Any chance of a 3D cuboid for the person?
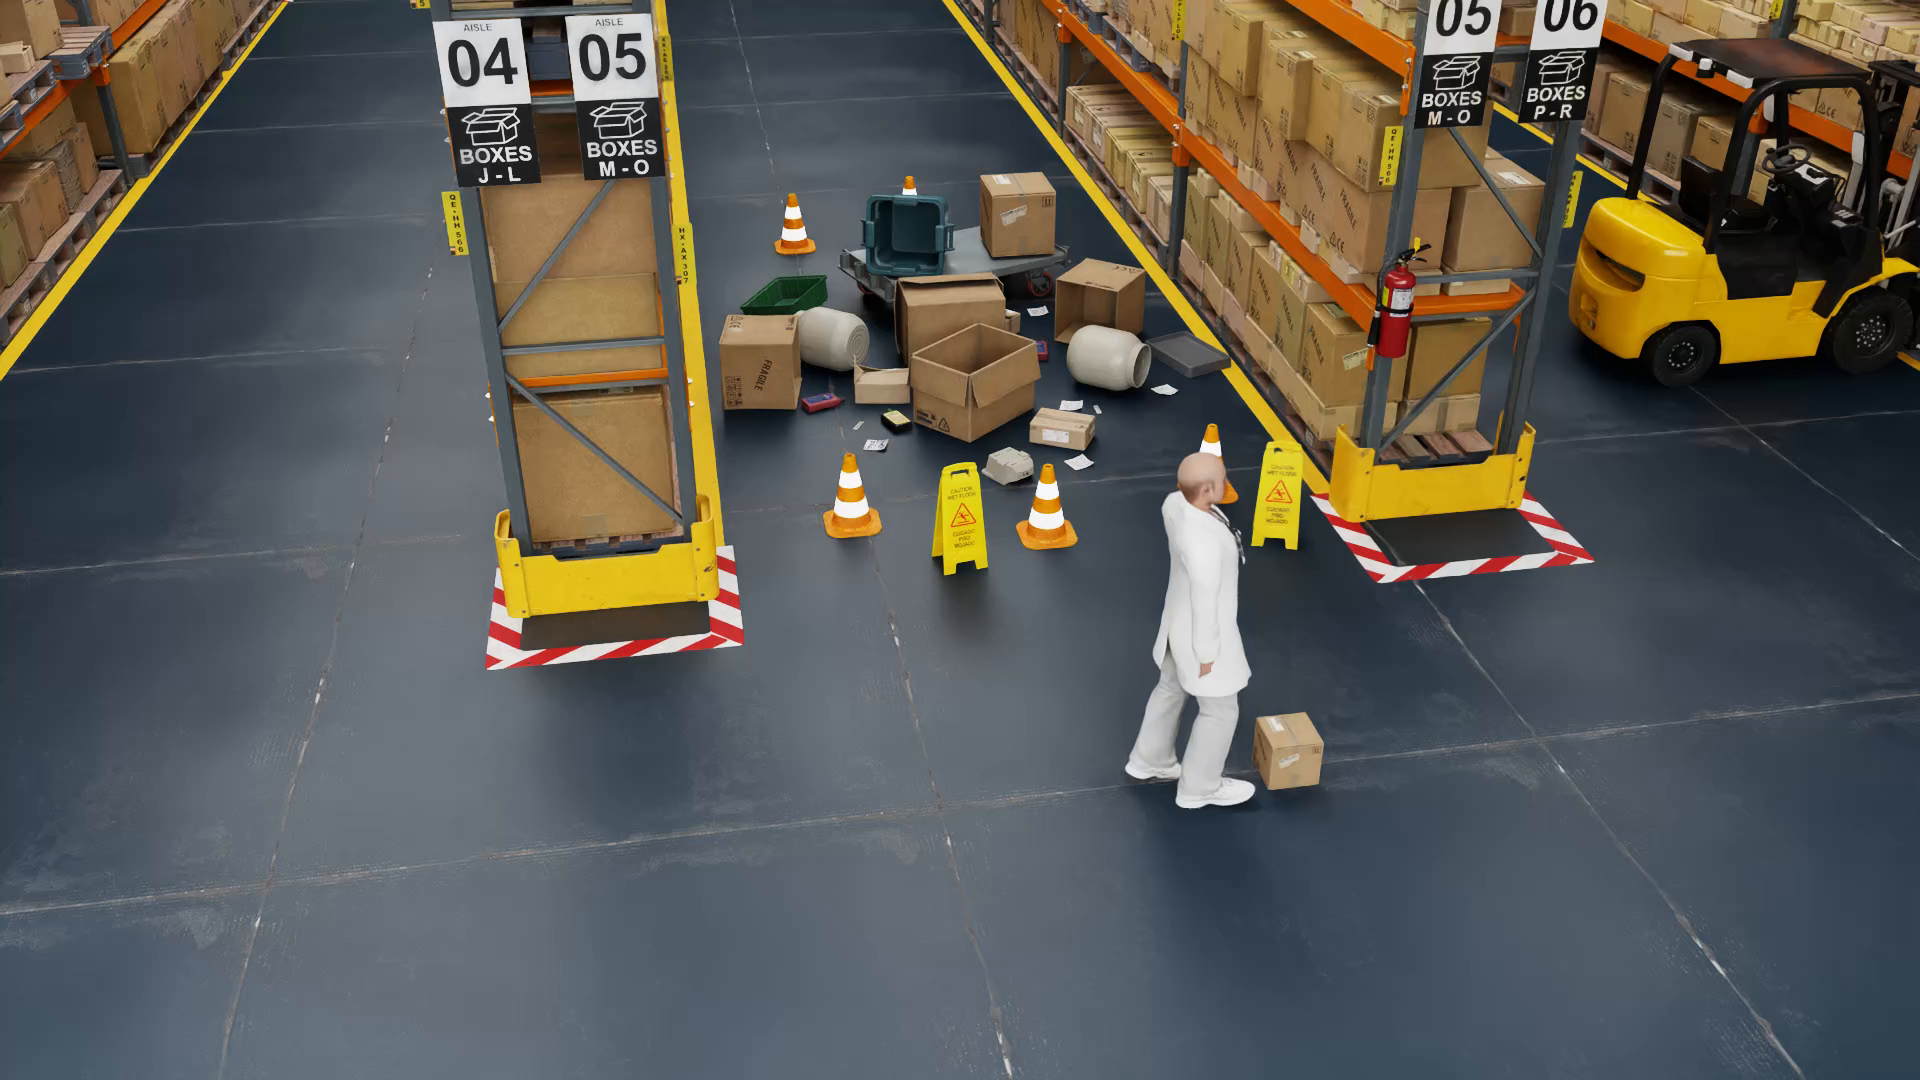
[{"bbox_3d":[1.079,0.414,7.504,0.562,1.817,0.566,-5,31,-8],"label":"person"}]
